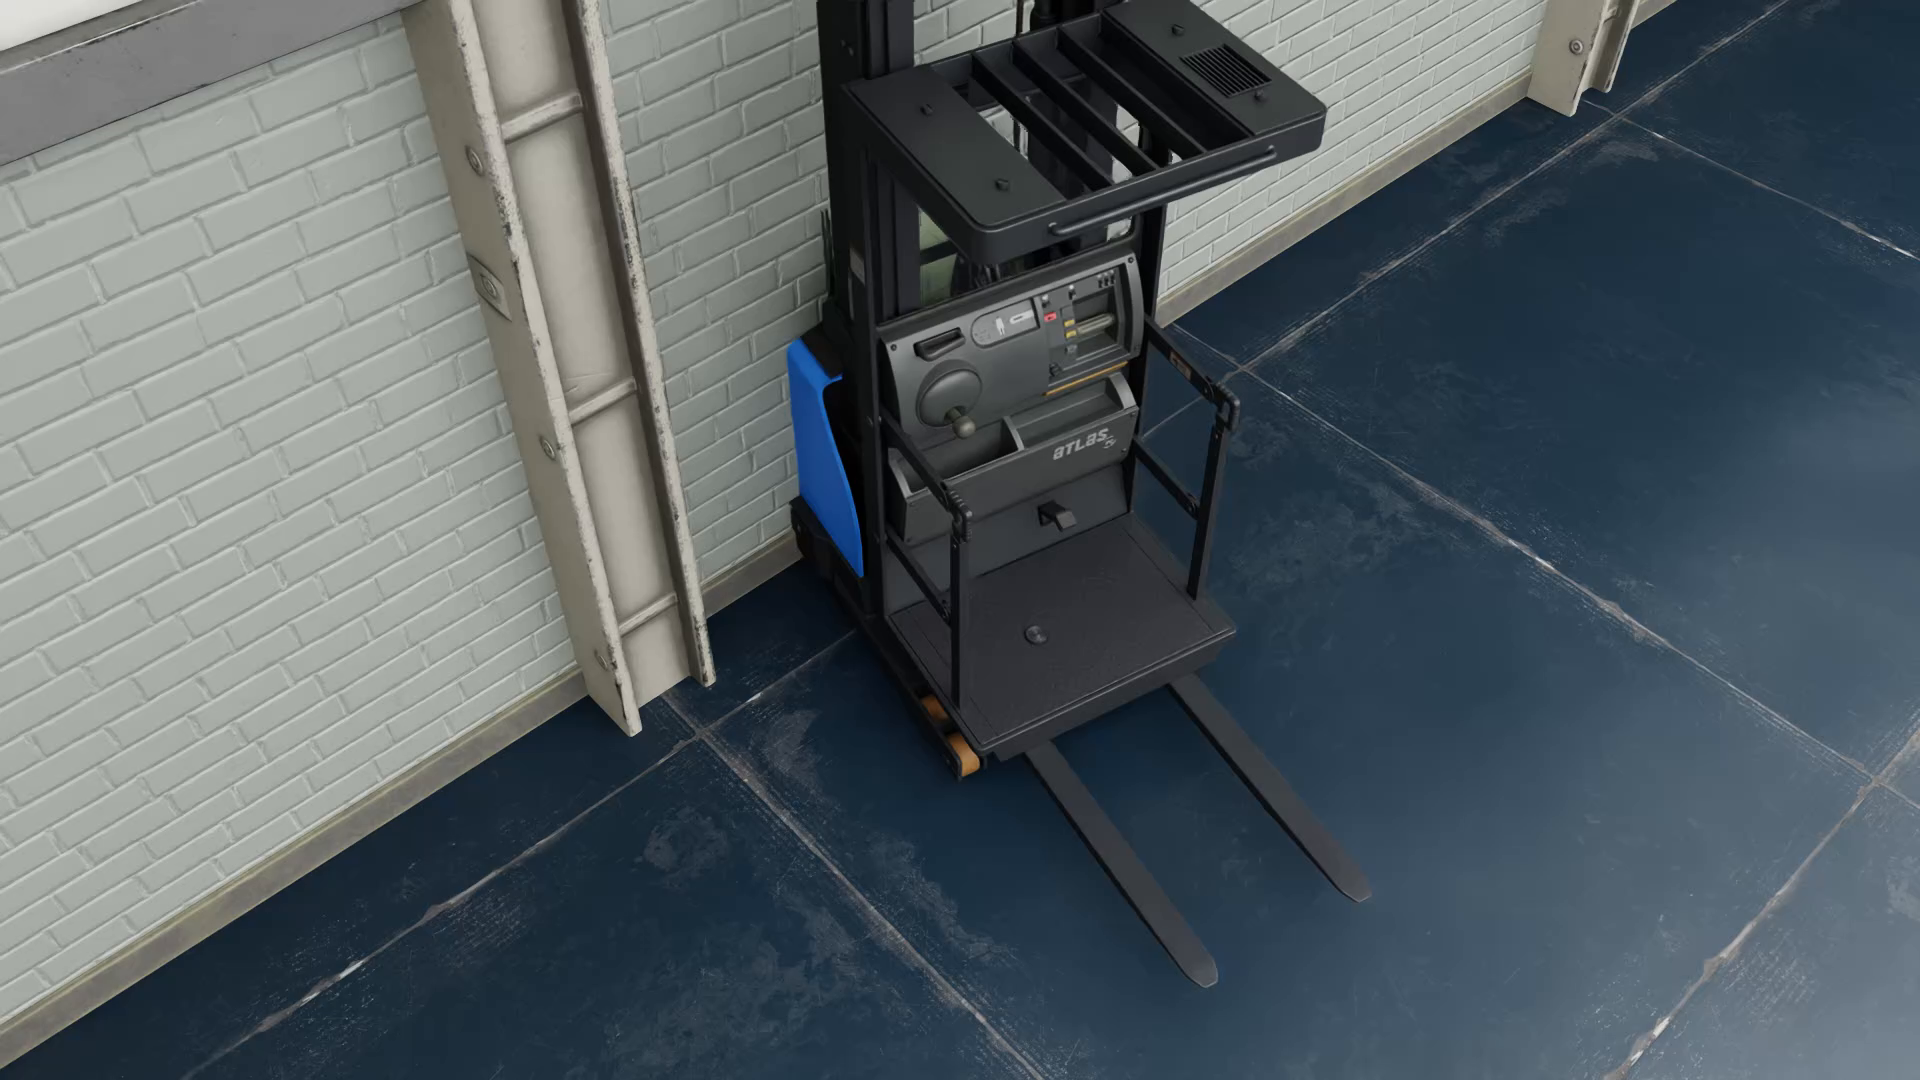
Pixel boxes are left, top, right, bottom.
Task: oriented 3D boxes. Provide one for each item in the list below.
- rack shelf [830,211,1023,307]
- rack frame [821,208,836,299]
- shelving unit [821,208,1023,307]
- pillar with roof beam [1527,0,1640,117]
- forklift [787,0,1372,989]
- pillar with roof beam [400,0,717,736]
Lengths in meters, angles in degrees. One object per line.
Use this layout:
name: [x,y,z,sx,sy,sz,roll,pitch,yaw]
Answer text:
rack shelf: [-0.054,-0.935,5.965,0.720,0.370,0.431,-28,51,-23]
rack frame: [-0.337,-0.501,6.098,0.023,1.500,0.400,-28,51,-23]
shelving unit: [-0.042,-0.661,6.243,0.755,1.500,0.431,-28,51,-23]
pillar with roof beam: [6.172,-3.136,3.521,0.400,9.000,9.100,-34,56,-27]
forklift: [0.296,-0.537,5.251,1.130,2.935,3.031,-23,51,-20]
pillar with roof beam: [1.733,-0.170,0.784,0.400,9.000,9.100,-34,56,-27]
